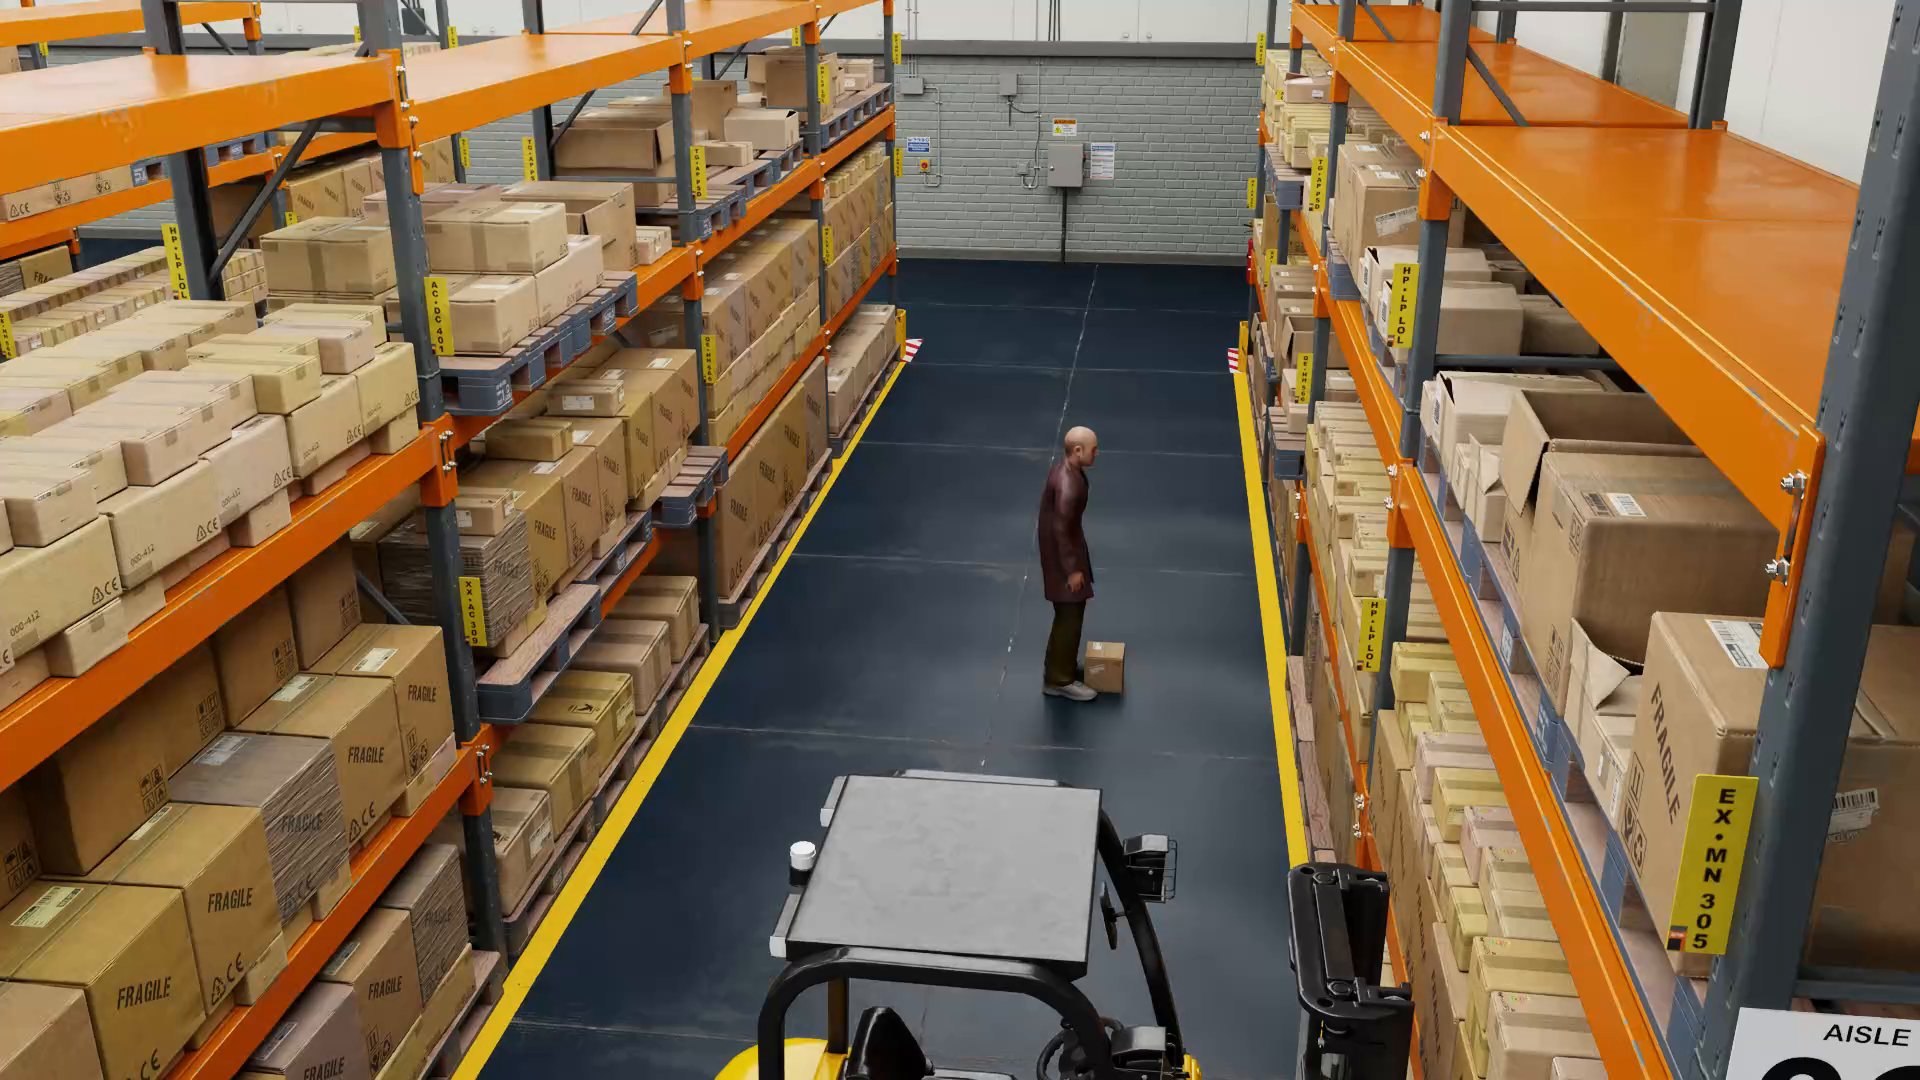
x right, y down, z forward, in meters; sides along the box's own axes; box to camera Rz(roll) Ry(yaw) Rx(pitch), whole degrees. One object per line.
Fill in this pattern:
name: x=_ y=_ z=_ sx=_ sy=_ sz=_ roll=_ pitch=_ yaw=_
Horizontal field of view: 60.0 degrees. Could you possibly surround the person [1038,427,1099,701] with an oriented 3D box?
person: x=0.714 y=0.123 z=10.779 sx=0.423 sy=1.774 sz=0.643 roll=3 pitch=21 yaw=7
